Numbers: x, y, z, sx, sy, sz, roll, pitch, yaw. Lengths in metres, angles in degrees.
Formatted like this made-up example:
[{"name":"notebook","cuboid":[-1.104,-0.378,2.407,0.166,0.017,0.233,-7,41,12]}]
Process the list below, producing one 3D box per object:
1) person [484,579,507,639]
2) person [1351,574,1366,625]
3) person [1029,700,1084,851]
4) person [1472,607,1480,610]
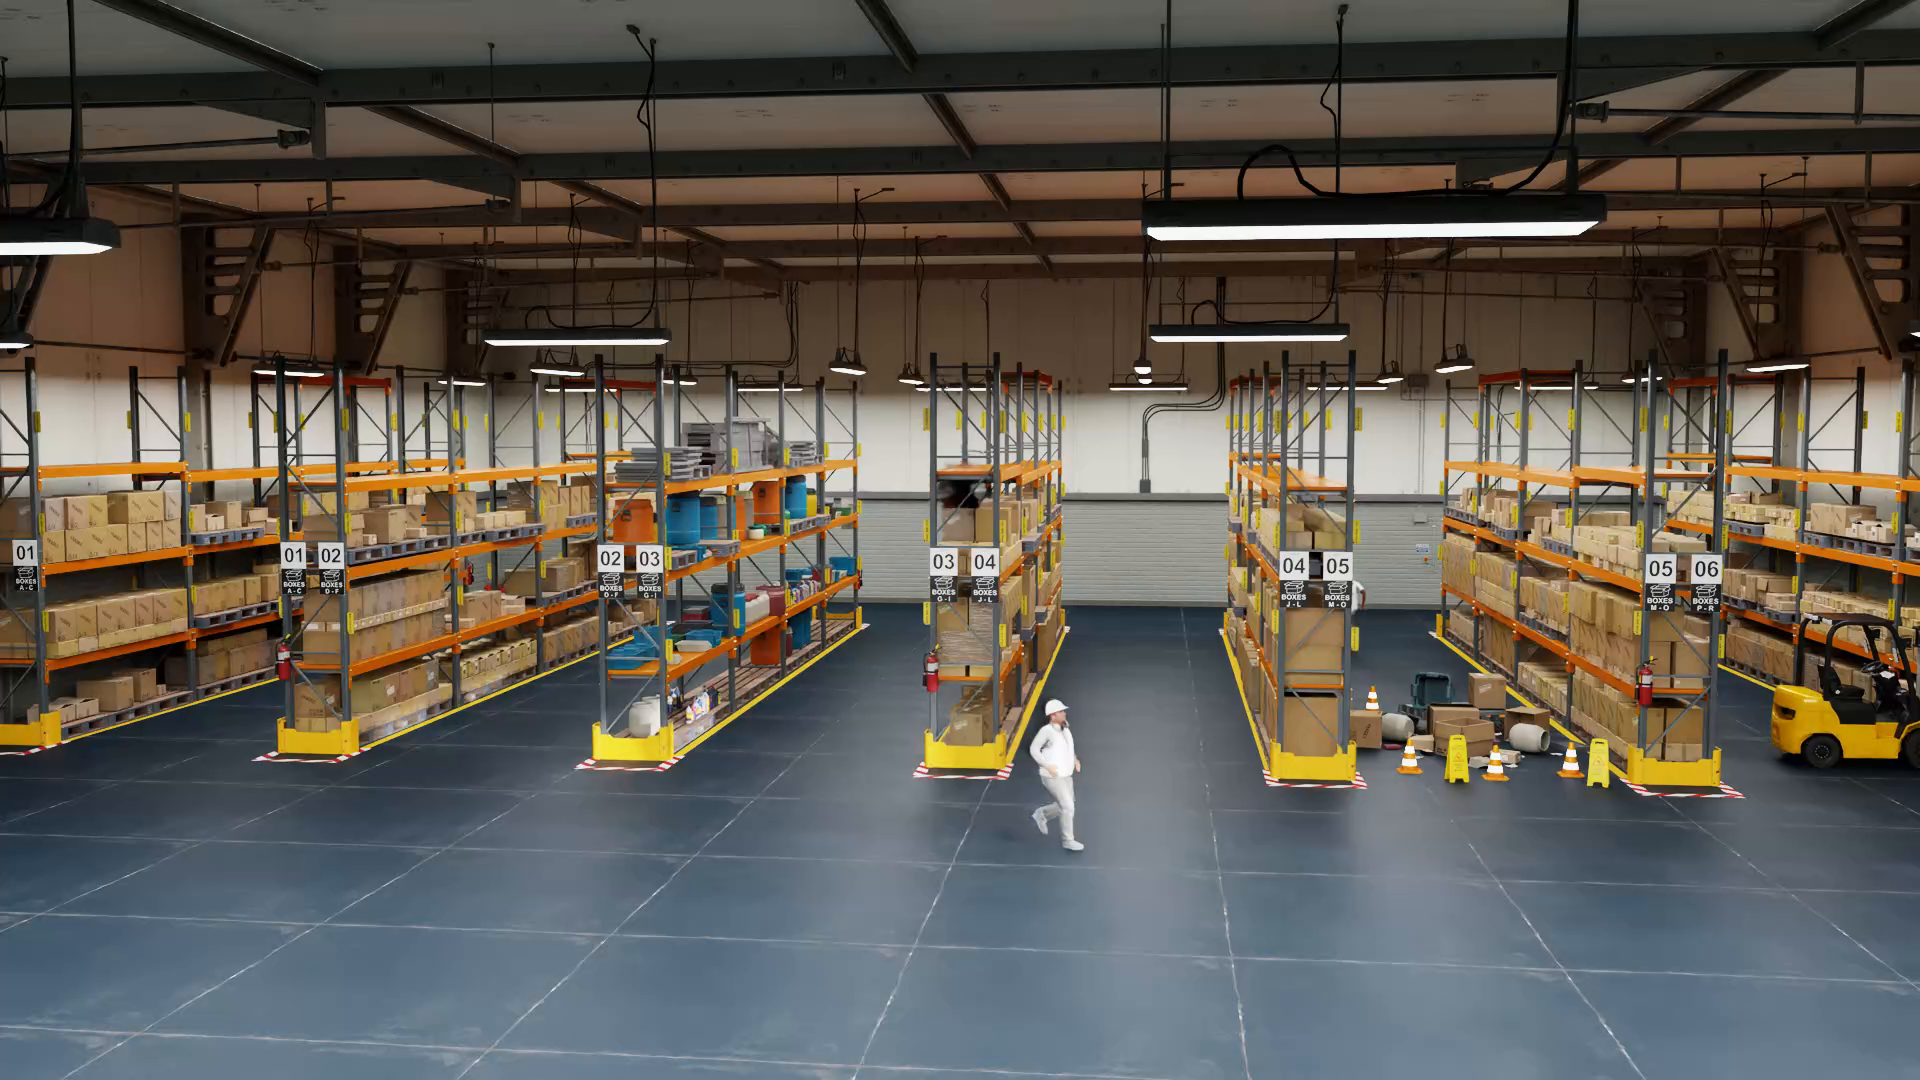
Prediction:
[{"name":"person","cuboid":[-10.035,1.616,35.970,0.686,1.779,0.876,1,4,8]},{"name":"person","cuboid":[8.517,1.538,36.539,0.727,1.765,1.040,0,4,3]},{"name":"person","cuboid":[1.124,2.752,19.580,0.783,1.741,0.691,3,5,36]},{"name":"person","cuboid":[12.465,1.389,39.674,0.742,1.657,0.613,3,5,38]}]
